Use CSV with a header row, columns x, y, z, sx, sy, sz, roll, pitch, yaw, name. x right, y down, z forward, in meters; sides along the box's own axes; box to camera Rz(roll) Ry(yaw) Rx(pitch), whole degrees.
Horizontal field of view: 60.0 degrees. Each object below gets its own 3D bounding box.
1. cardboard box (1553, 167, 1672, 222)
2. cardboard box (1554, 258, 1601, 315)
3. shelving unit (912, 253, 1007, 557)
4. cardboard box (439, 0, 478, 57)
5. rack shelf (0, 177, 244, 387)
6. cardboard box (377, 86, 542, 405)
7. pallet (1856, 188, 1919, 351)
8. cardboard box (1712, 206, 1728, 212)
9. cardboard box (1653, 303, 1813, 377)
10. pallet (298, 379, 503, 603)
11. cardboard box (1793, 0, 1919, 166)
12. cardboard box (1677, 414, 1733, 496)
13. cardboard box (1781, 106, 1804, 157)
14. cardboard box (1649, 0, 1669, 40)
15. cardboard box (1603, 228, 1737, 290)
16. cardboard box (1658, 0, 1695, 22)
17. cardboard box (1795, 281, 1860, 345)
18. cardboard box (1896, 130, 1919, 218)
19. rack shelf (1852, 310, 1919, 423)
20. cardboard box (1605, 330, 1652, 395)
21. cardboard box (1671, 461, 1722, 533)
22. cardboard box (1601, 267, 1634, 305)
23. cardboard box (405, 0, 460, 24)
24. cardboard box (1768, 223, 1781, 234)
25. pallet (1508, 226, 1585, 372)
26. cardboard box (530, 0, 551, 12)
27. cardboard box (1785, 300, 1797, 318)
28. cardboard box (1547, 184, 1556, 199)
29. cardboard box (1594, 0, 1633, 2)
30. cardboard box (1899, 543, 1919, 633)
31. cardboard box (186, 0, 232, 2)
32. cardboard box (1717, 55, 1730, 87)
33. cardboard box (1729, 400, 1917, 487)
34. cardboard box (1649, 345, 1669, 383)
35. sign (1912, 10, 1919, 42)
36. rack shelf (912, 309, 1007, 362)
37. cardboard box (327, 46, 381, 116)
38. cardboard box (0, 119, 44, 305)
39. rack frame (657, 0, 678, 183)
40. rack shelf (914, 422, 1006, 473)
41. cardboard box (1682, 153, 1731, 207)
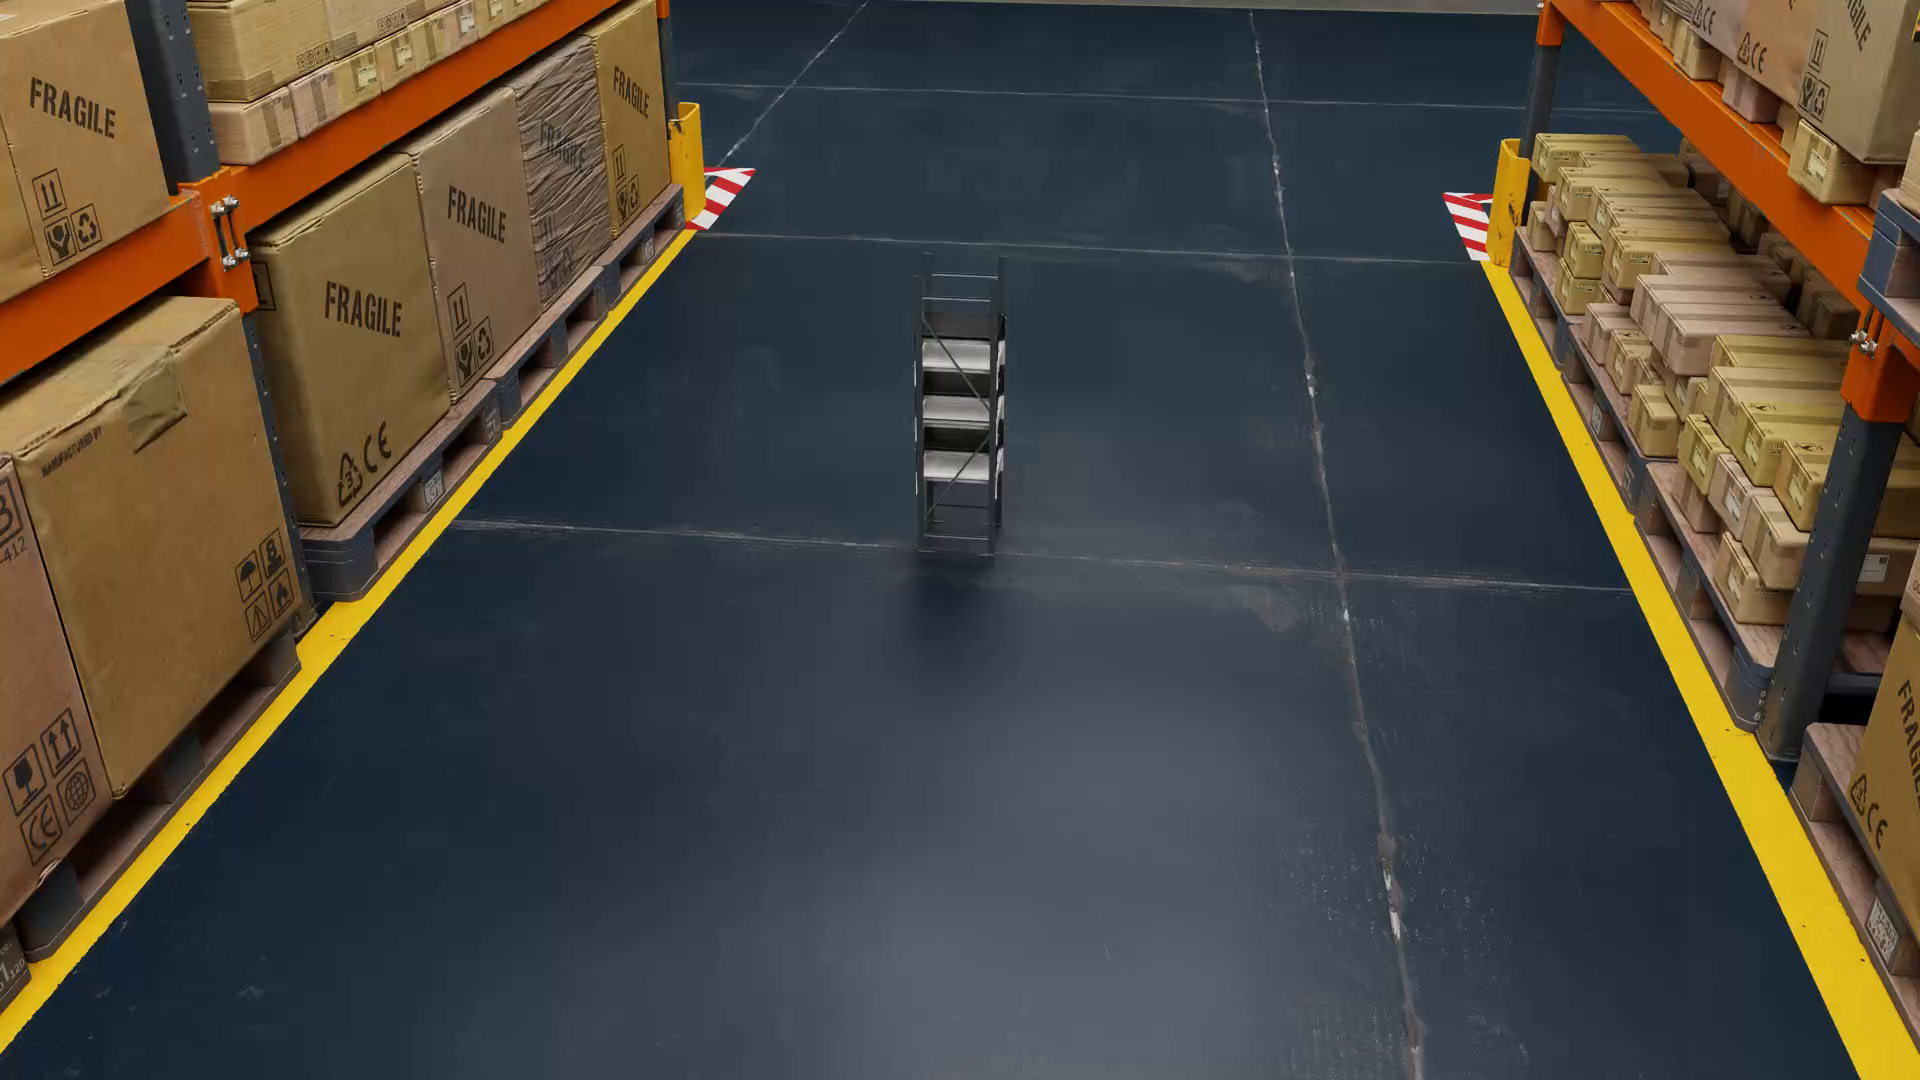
x,y,z,sx,sy,sz,roll,pitch,yaw,name
2.562,-1.355,6.539,0.380,0.149,0.250,3,28,6,cardboard box
2.539,-0.981,6.471,0.380,0.149,0.250,4,29,7,cardboard box
0.001,-0.400,5.044,0.258,0.900,0.210,3,28,6,shelving unit
-1.840,-1.711,5.528,0.380,0.149,0.250,4,29,7,cardboard box
-2.609,0.167,2.536,1.077,0.370,4.000,3,28,6,rack shelf
-2.094,-1.071,5.872,0.875,0.875,0.875,3,28,6,cardboard box
2.308,-0.320,2.883,1.003,0.211,1.213,3,28,6,pallet
3.169,-1.314,6.776,0.380,0.149,0.250,3,28,5,cardboard box
2.397,-0.620,5.175,0.380,0.149,0.250,2,28,4,cardboard box
-2.194,-0.217,5.430,1.003,0.211,1.213,3,28,6,pallet
2.325,-1.175,3.849,0.500,0.500,0.500,3,28,6,cardboard box
2.305,-0.238,4.779,0.380,0.149,0.250,2,28,4,cardboard box
2.364,-1.043,4.288,0.380,0.149,0.250,4,29,8,cardboard box
2.583,-1.778,5.652,0.380,0.149,0.250,3,28,5,cardboard box
2.493,-0.983,5.847,0.380,0.149,0.250,4,29,7,cardboard box
2.537,-1.895,5.185,0.500,0.500,0.500,3,28,5,cardboard box
2.941,-0.718,5.355,0.380,0.149,0.250,2,28,4,cardboard box
2.041,-0.671,3.155,0.380,0.149,0.250,2,28,4,cardboard box
2.301,0.503,1.913,1.077,0.370,4.000,3,28,6,rack shelf
2.478,-0.611,5.785,0.380,0.149,0.250,3,28,6,cardboard box
2.339,-0.135,4.902,0.380,0.149,0.250,2,28,5,cardboard box
2.608,-0.977,6.150,0.380,0.149,0.250,2,28,4,cardboard box
-1.923,-1.840,5.348,0.500,0.250,0.500,4,29,7,cardboard box
3.157,-1.074,6.017,0.380,0.149,0.250,4,29,8,cardboard box
2.892,-0.995,6.874,1.003,0.211,1.213,3,28,6,pallet
-1.746,-2.074,6.202,0.380,0.149,0.250,3,29,6,cardboard box
3.092,-0.825,5.869,0.380,0.149,0.250,5,29,9,cardboard box
2.717,-1.467,7.061,0.380,0.149,0.250,5,29,8,cardboard box
2.595,-2.149,6.341,0.380,0.149,0.250,3,28,5,cardboard box
2.193,0.162,3.188,0.500,0.250,0.500,2,28,4,cardboard box
-2.052,-1.697,4.291,0.500,0.500,0.500,3,28,6,cardboard box
2.508,-1.409,4.968,0.380,0.149,0.250,3,28,5,cardboard box
2.323,-0.252,4.492,0.380,0.149,0.250,4,29,7,cardboard box
2.498,-0.597,5.444,0.380,0.149,0.250,2,28,4,cardboard box
2.006,-1.165,3.336,0.100,0.325,0.005,3,28,6,sign
0.001,-0.608,4.931,0.258,0.077,0.200,3,28,6,rack shelf
-1.934,-1.348,4.855,0.380,0.149,0.250,4,29,8,cardboard box
-2.218,-0.667,3.220,0.500,0.500,0.500,4,29,8,cardboard box
-1.874,-2.974,7.608,1.000,3.000,0.127,3,28,6,rack frame
0.001,-0.291,5.102,0.258,0.077,0.200,3,28,6,rack shelf
3.135,-1.451,6.717,0.380,0.149,0.250,4,29,7,cardboard box
